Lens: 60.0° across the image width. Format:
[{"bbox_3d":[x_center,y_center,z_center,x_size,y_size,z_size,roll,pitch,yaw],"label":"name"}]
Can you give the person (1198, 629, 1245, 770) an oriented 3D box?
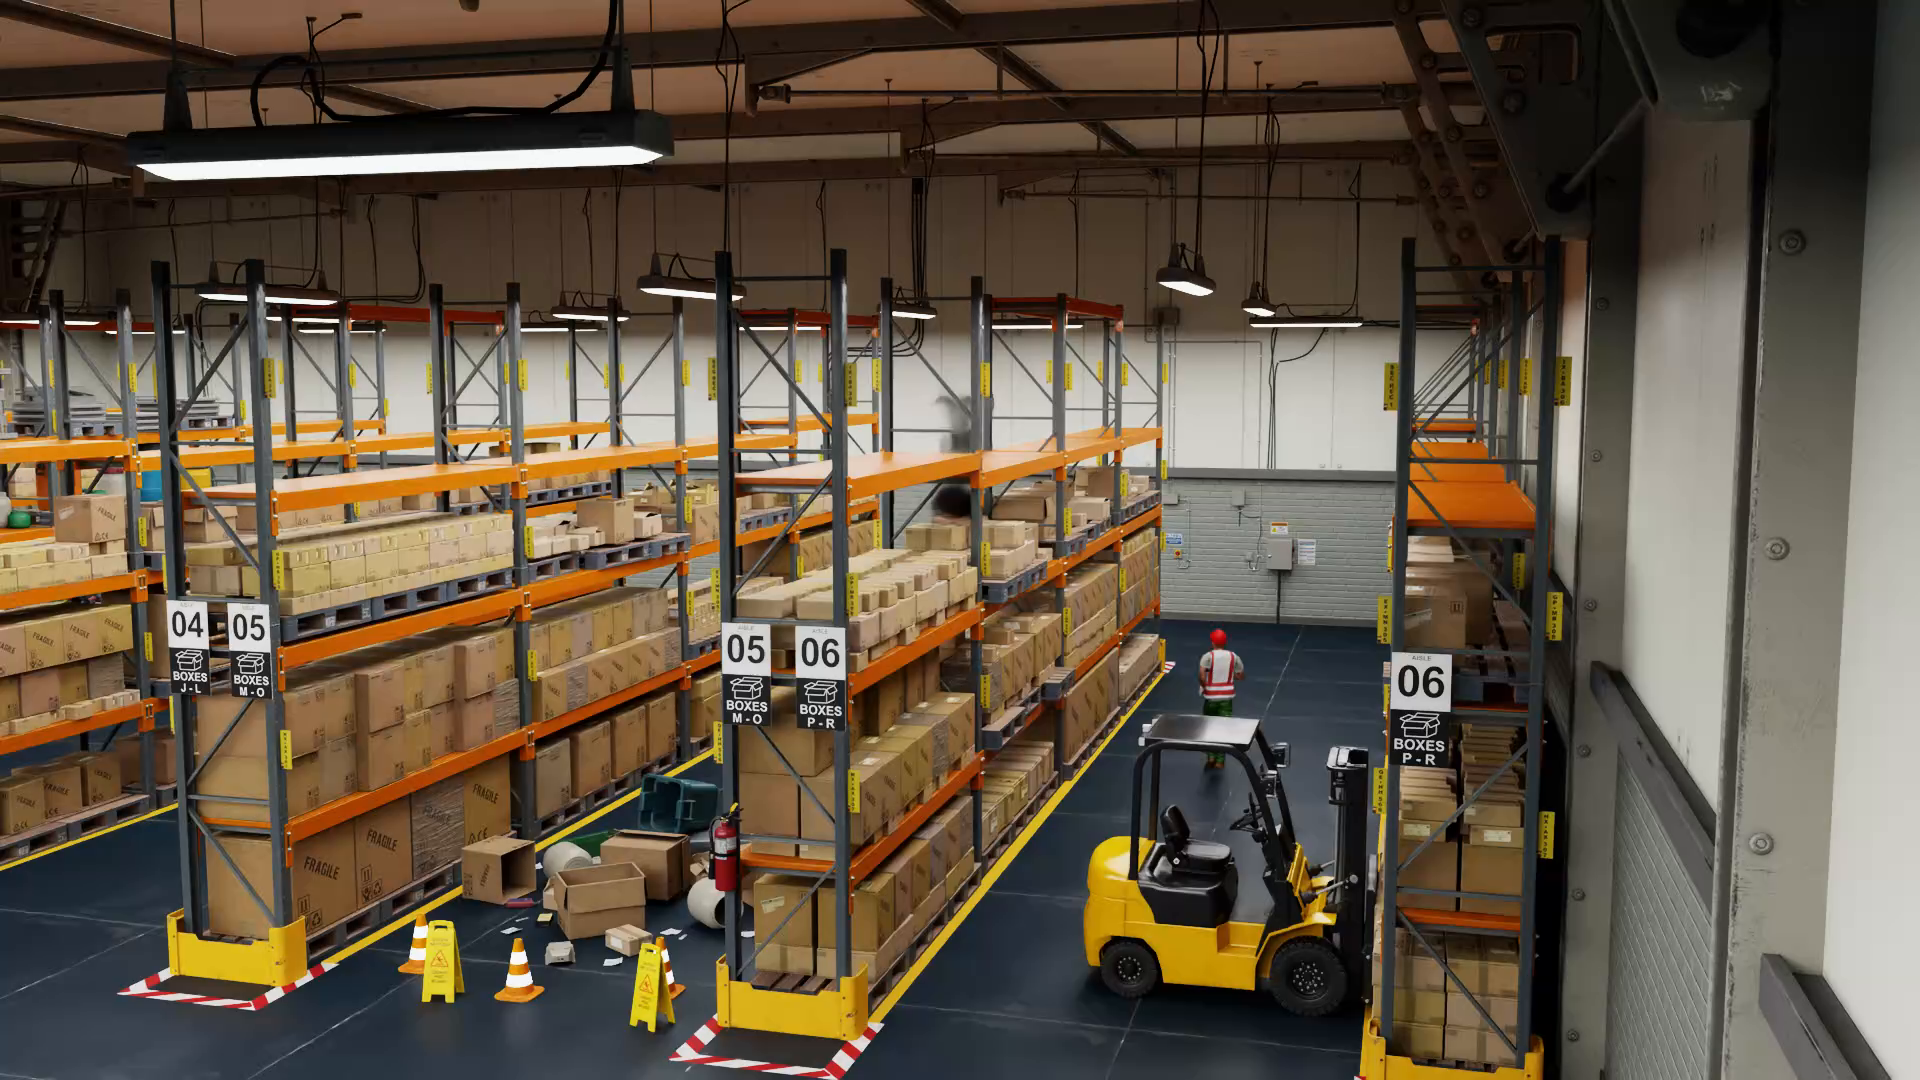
[{"bbox_3d":[3.308,2.058,21.098,0.616,1.851,0.792,0,6,4],"label":"person"}]
